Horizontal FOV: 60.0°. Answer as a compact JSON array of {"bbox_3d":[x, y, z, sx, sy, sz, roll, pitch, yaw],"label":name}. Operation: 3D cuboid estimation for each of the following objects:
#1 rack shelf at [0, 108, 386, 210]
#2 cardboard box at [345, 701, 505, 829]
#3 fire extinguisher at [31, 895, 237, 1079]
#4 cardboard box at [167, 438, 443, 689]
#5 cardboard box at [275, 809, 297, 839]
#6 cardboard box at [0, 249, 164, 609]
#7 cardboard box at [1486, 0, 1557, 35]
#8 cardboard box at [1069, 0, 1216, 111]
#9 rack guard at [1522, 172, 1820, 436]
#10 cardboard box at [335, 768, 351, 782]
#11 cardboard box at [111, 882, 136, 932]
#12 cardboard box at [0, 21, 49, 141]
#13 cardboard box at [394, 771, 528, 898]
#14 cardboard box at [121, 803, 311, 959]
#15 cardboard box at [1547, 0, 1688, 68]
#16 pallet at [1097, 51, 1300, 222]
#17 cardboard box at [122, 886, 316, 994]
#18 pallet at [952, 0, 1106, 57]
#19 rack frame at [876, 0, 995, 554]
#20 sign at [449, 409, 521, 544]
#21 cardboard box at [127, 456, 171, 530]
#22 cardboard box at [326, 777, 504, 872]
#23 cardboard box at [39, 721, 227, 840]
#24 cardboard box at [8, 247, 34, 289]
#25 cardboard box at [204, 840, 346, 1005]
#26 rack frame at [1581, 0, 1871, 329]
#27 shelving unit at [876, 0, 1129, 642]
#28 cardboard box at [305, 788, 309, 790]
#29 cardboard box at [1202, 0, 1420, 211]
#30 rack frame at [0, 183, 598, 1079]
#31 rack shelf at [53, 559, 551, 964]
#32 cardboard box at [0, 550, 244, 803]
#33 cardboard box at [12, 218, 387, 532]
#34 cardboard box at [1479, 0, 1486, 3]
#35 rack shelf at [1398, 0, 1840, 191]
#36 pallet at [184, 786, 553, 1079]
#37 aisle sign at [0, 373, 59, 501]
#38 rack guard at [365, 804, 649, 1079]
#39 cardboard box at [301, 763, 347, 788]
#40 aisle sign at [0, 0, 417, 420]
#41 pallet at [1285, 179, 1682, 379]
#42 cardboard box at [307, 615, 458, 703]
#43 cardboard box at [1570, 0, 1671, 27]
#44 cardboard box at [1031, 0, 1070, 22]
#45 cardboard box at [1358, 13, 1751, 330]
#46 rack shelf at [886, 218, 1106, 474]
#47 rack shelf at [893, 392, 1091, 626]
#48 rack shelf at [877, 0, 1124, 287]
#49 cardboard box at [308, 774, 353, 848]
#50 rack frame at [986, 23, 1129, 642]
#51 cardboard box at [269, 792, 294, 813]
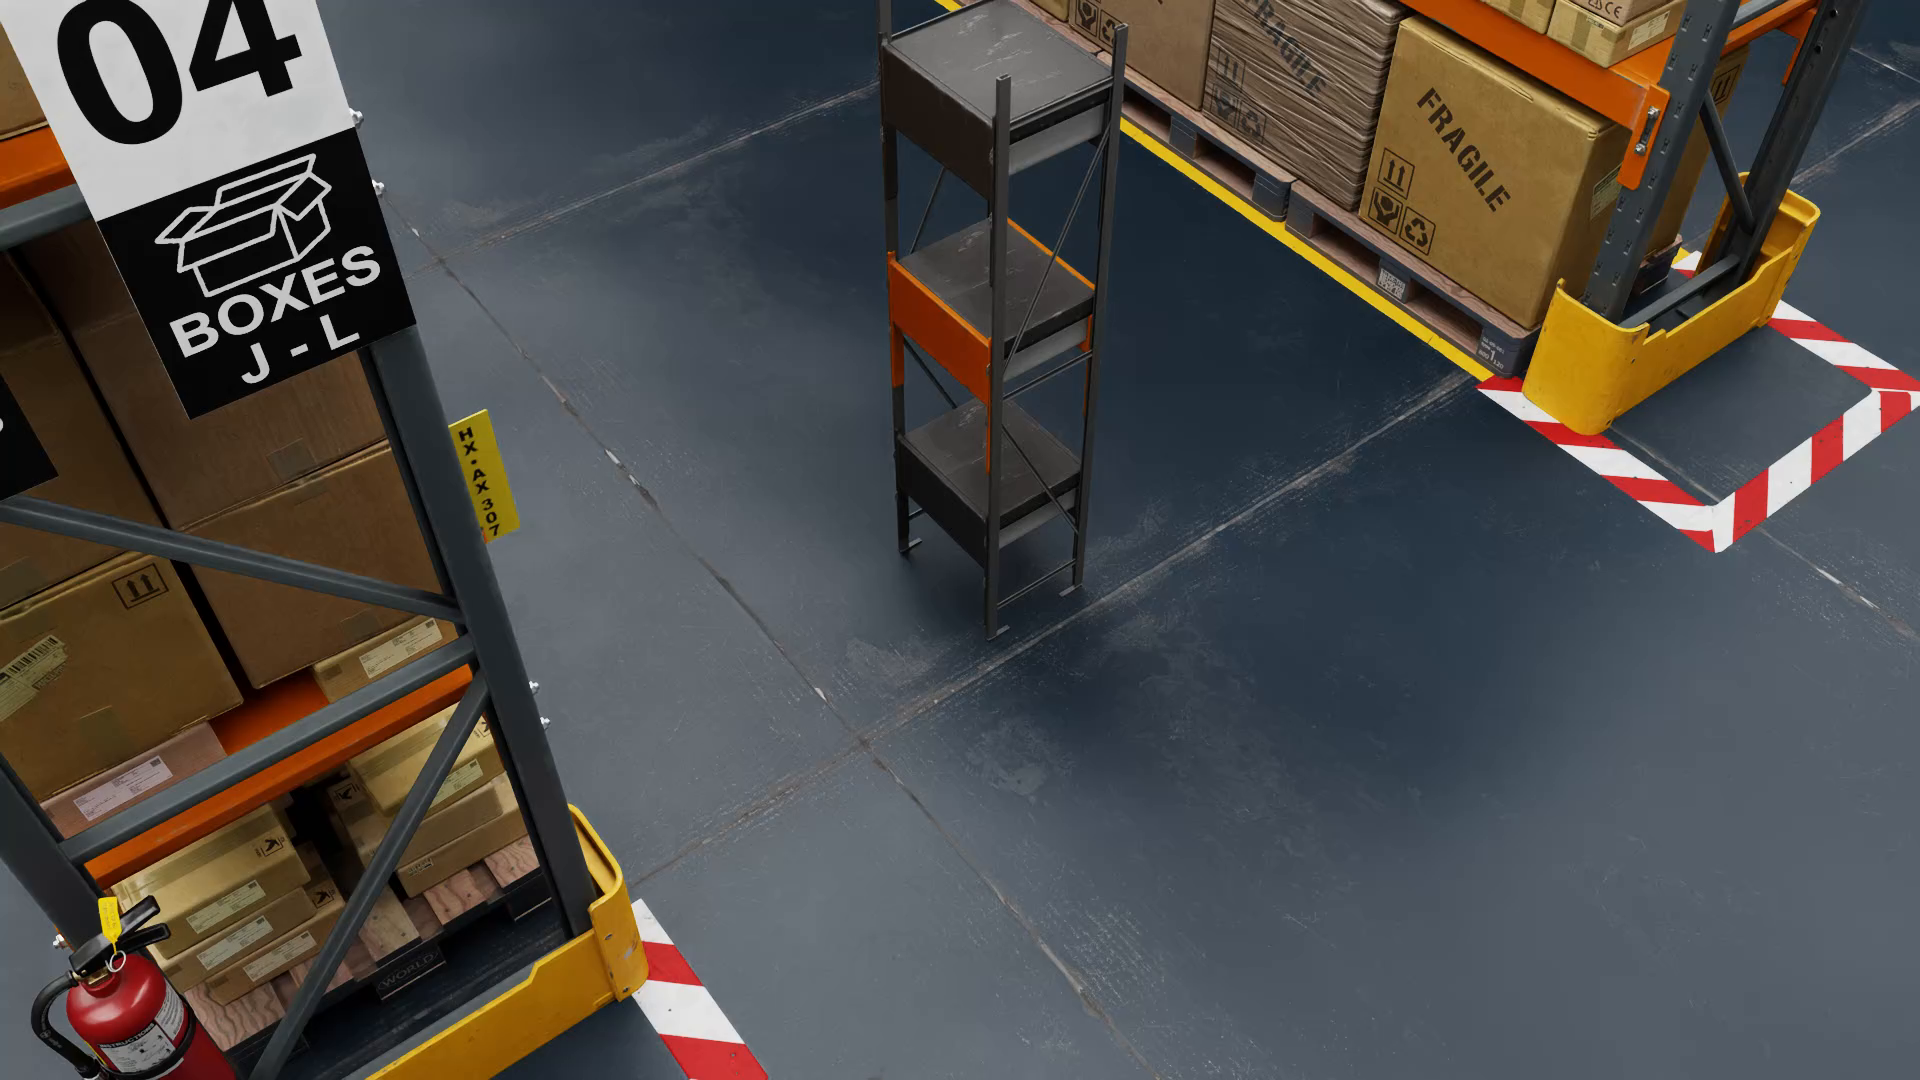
[{"bbox_3d":[-2.578,-1.527,3.570,1.077,0.370,4.000,-29,54,-24],"label":"rack shelf"},{"bbox_3d":[-1.414,0.574,4.444,0.380,0.149,0.250,-32,55,-26],"label":"cardboard box"},{"bbox_3d":[-1.582,0.925,3.190,0.296,0.674,0.183,-29,54,-24],"label":"fire extinguisher"},{"bbox_3d":[-1.419,-0.104,3.551,0.500,0.500,0.500,-27,53,-22],"label":"cardboard box"},{"bbox_3d":[-2.029,0.774,4.464,0.380,0.149,0.250,-31,55,-25],"label":"cardboard box"},{"bbox_3d":[-1.842,-0.209,2.972,0.500,0.500,0.500,-30,55,-25],"label":"cardboard box"},{"bbox_3d":[2.005,-1.877,5.597,0.380,0.149,0.250,-29,54,-24],"label":"cardboard box"},{"bbox_3d":[1.101,-2.577,7.212,0.875,0.875,0.875,-29,54,-24],"label":"cardboard box"},{"bbox_3d":[2.656,-0.893,6.222,1.175,0.500,0.348,-29,54,-24],"label":"rack guard"},{"bbox_3d":[-1.601,0.524,4.690,0.380,0.149,0.250,-30,54,-24],"label":"cardboard box"},{"bbox_3d":[-2.088,0.912,4.539,0.380,0.149,0.250,-28,54,-23],"label":"cardboard box"},{"bbox_3d":[-1.435,-0.918,2.634,0.500,0.250,0.500,-28,53,-23],"label":"cardboard box"},{"bbox_3d":[-1.429,0.783,4.657,0.380,0.149,0.250,-28,54,-23],"label":"cardboard box"},{"bbox_3d":[-1.889,0.837,4.206,0.380,0.149,0.250,-29,54,-24],"label":"cardboard box"},{"bbox_3d":[2.164,-1.725,5.458,0.380,0.149,0.250,-28,54,-23],"label":"cardboard box"},{"bbox_3d":[1.361,-1.965,7.389,1.003,0.211,1.213,-29,54,-24],"label":"pallet"},{"bbox_3d":[-1.914,0.952,4.302,0.380,0.149,0.250,-31,55,-25],"label":"cardboard box"},{"bbox_3d":[0.618,-2.685,8.042,1.003,0.211,1.213,-29,54,-24],"label":"pallet"},{"bbox_3d":[-0.048,-0.752,5.014,0.400,2.100,0.015,-29,54,-24],"label":"rack frame"},{"bbox_3d":[-0.935,-0.116,3.246,0.100,0.325,0.005,-29,54,-24],"label":"sign"},{"bbox_3d":[-1.763,-0.408,3.827,0.500,0.500,0.500,-29,54,-24],"label":"cardboard box"},{"bbox_3d":[-1.480,0.711,4.521,0.380,0.149,0.250,-27,53,-23],"label":"cardboard box"},{"bbox_3d":[-1.789,0.437,3.498,0.380,0.149,0.250,-29,54,-24],"label":"cardboard box"},{"bbox_3d":[-1.738,-0.729,3.443,0.500,0.500,0.500,-28,54,-23],"label":"cardboard box"},{"bbox_3d":[-1.852,1.018,4.443,0.380,0.149,0.250,-29,54,-23],"label":"cardboard box"},{"bbox_3d":[2.642,-1.747,5.309,1.000,3.000,0.127,-29,54,-24],"label":"rack frame"},{"bbox_3d":[0.100,-0.608,4.884,0.431,2.100,0.503,-29,54,-24],"label":"shelving unit"},{"bbox_3d":[-1.809,0.522,4.893,0.380,0.149,0.250,-29,54,-24],"label":"cardboard box"},{"bbox_3d":[1.639,-2.052,6.737,0.875,0.875,0.875,-29,54,-24],"label":"cardboard box"},{"bbox_3d":[-1.367,0.419,3.346,1.000,3.000,0.127,-29,54,-24],"label":"rack frame"},{"bbox_3d":[-2.578,-0.519,4.681,1.077,0.370,4.000,-29,54,-24],"label":"rack shelf"},{"bbox_3d":[-1.844,0.136,3.334,0.500,0.500,0.500,-28,54,-23],"label":"cardboard box"},{"bbox_3d":[-1.428,-0.435,3.176,0.500,0.500,0.500,-30,54,-24],"label":"cardboard box"},{"bbox_3d":[1.853,-2.026,5.732,0.380,0.149,0.250,-29,54,-24],"label":"cardboard box"},{"bbox_3d":[1.431,-2.684,6.645,1.077,0.370,4.000,-29,54,-24],"label":"rack shelf"},{"bbox_3d":[-1.877,0.815,4.868,1.003,0.211,1.213,-29,54,-24],"label":"pallet"},{"bbox_3d":[-1.562,-0.277,2.222,0.394,0.787,0.004,-29,54,-24],"label":"aisle sign"},{"bbox_3d":[-1.413,1.213,4.313,1.175,0.500,0.348,-29,54,-24],"label":"rack guard"},{"bbox_3d":[-1.676,0.465,4.543,0.380,0.149,0.250,-28,54,-23],"label":"cardboard box"},{"bbox_3d":[-1.084,-0.546,2.466,0.394,0.787,0.004,-29,54,-24],"label":"aisle sign"},{"bbox_3d":[2.095,-1.247,6.738,1.003,0.211,1.213,-29,54,-24],"label":"pallet"},{"bbox_3d":[-1.302,0.165,3.745,0.380,0.149,0.250,-30,54,-24],"label":"cardboard box"},{"bbox_3d":[2.137,-1.963,5.405,0.500,0.250,0.500,-30,55,-25],"label":"cardboard box"},{"bbox_3d":[0.556,-3.108,7.693,0.875,0.875,0.875,-29,54,-24],"label":"cardboard box"},{"bbox_3d":[2.190,-1.516,6.250,0.875,0.875,0.875,-29,54,-24],"label":"cardboard box"},{"bbox_3d":[0.100,-0.598,4.894,0.431,0.518,0.480,-29,54,-24],"label":"rack shelf"},{"bbox_3d":[0.100,-0.128,5.412,0.431,0.518,0.480,-29,54,-24],"label":"rack shelf"},{"bbox_3d":[0.100,-1.069,4.375,0.431,0.518,0.480,-29,54,-24],"label":"rack shelf"},{"bbox_3d":[-1.653,0.665,4.763,0.380,0.149,0.250,-30,54,-24],"label":"cardboard box"},{"bbox_3d":[0.248,-0.464,4.753,0.400,2.100,0.015,-29,54,-24],"label":"rack frame"},{"bbox_3d":[-1.996,0.663,4.364,0.380,0.149,0.250,-28,54,-23],"label":"cardboard box"}]
